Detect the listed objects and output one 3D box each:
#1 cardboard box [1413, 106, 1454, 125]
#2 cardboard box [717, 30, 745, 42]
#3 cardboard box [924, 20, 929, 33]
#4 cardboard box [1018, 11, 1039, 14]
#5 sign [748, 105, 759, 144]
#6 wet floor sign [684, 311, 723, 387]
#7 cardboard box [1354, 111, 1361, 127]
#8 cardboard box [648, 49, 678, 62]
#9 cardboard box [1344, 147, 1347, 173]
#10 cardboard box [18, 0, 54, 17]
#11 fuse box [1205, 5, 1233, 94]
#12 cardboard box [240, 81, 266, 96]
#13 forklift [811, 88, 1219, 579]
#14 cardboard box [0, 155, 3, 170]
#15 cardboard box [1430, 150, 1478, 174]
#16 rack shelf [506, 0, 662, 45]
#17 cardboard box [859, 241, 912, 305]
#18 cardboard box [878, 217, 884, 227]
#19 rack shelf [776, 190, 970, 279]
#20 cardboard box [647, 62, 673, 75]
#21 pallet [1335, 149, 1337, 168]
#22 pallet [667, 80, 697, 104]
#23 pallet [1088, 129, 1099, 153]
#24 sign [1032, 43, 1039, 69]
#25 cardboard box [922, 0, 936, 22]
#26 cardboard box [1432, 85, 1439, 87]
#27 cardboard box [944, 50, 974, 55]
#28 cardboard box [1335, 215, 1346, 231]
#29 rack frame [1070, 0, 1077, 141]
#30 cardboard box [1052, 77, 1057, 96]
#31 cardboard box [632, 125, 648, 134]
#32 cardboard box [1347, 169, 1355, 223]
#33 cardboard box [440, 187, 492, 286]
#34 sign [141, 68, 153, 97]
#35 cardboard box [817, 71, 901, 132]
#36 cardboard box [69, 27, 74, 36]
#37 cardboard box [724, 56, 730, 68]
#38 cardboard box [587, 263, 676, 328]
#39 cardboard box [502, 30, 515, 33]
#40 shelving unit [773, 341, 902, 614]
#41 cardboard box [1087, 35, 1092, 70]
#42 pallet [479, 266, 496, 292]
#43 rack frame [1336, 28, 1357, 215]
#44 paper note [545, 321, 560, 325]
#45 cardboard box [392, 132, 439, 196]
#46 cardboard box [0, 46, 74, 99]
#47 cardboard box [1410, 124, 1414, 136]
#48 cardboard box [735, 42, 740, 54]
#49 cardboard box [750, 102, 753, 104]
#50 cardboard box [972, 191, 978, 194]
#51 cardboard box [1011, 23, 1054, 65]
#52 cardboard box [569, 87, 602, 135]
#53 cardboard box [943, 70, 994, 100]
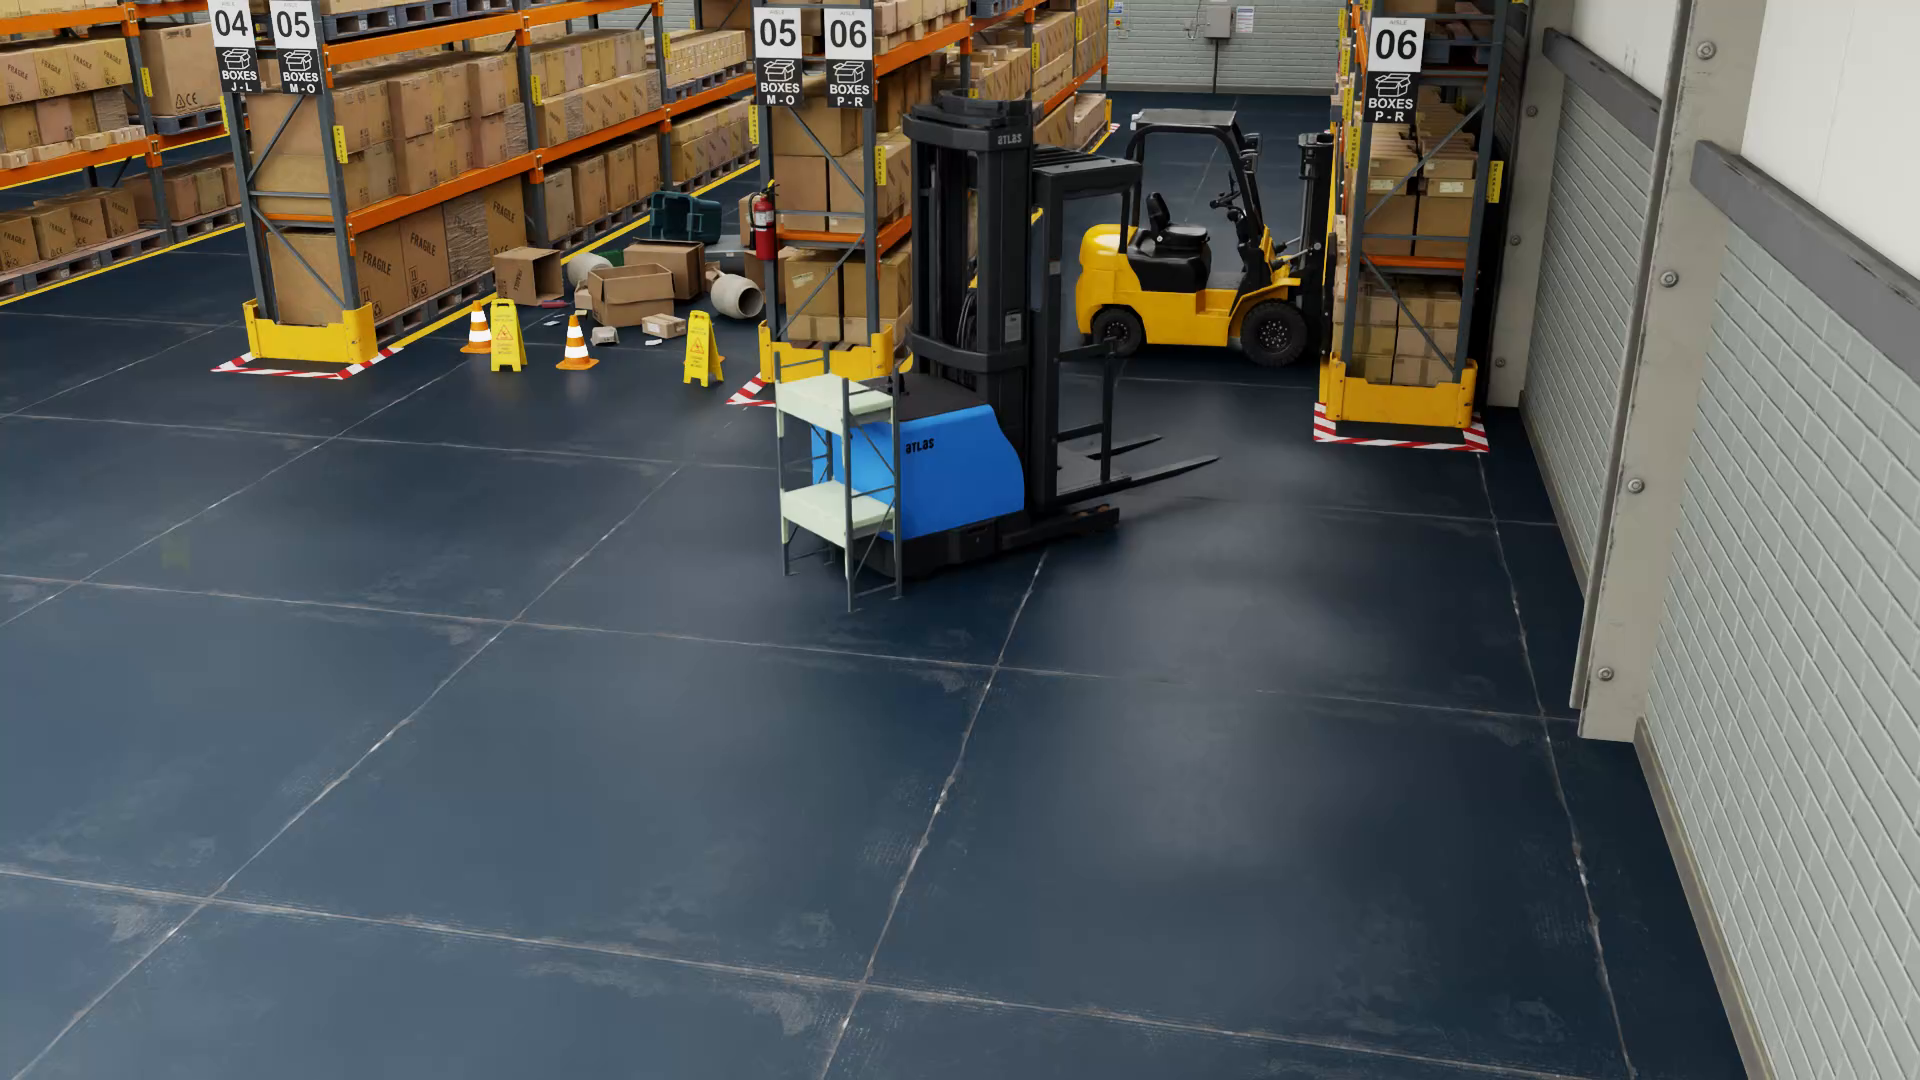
[{"bbox_3d":[4.610,-4.140,16.216,0.380,0.149,0.250,4,22,9],"label":"cardboard box"},{"bbox_3d":[-3.514,-7.718,25.481,0.380,0.149,0.250,5,23,13],"label":"cardboard box"},{"bbox_3d":[-0.515,-4.932,15.906,0.380,0.149,0.250,5,22,12],"label":"cardboard box"},{"bbox_3d":[0.872,-7.557,24.629,0.500,0.500,0.500,5,22,12],"label":"cardboard box"},{"bbox_3d":[-1.745,-3.530,14.131,0.100,0.325,0.005,4,22,11],"label":"sign"},{"bbox_3d":[-2.292,-1.717,14.753,0.267,0.644,0.232,13,25,29],"label":"wet floor sign"},{"bbox_3d":[3.954,-3.991,15.848,0.380,0.149,0.250,5,22,12],"label":"cardboard box"},{"bbox_3d":[-4.103,-6.670,22.877,0.380,0.149,0.250,4,22,9],"label":"cardboard box"},{"bbox_3d":[4.318,-4.017,17.514,0.500,0.250,0.500,5,22,12],"label":"cardboard box"},{"bbox_3d":[-10.144,-5.773,17.859,0.500,0.250,0.500,4,22,11],"label":"cardboard box"},{"bbox_3d":[5.214,-9.901,33.648,0.539,1.711,0.414,4,22,11],"label":"fuse box"},{"bbox_3d":[-9.350,-5.980,21.804,0.396,0.266,0.258,4,22,9],"label":"cardboard box"},{"bbox_3d":[0.492,-1.528,11.224,3.031,2.935,1.130,-15,26,-33],"label":"forklift"},{"bbox_3d":[-10.367,-3.979,17.555,0.380,0.149,0.250,4,22,11],"label":"cardboard box"},{"bbox_3d":[4.048,-3.104,13.645,0.380,0.149,0.250,5,23,13],"label":"cardboard box"},{"bbox_3d":[-4.848,-6.389,20.150,1.077,0.370,4.000,4,22,11],"label":"rack shelf"},{"bbox_3d":[-0.663,-2.538,15.755,0.500,0.500,0.500,4,22,9],"label":"cardboard box"},{"bbox_3d":[-0.896,-2.882,14.831,0.380,0.149,0.250,5,22,12],"label":"cardboard box"},{"bbox_3d":[-0.797,-3.195,16.233,1.077,0.370,4.000,4,22,11],"label":"rack shelf"},{"bbox_3d":[-4.144,-6.441,22.706,0.380,0.149,0.250,5,23,13],"label":"cardboard box"},{"bbox_3d":[6.244,-5.766,25.388,1.003,0.211,1.213,4,22,11],"label":"pallet"},{"bbox_3d":[-4.398,-6.243,23.096,1.213,0.211,1.003,4,22,11],"label":"pallet"},{"bbox_3d":[1.722,-6.612,27.488,1.003,0.211,1.213,4,22,11],"label":"pallet"},{"bbox_3d":[0.960,-6.185,21.252,0.100,0.325,0.005,4,22,11],"label":"sign"},{"bbox_3d":[-0.525,-4.980,15.492,0.500,0.250,0.500,5,22,12],"label":"cardboard box"},{"bbox_3d":[5.380,-5.269,19.419,0.380,0.149,0.250,4,22,10],"label":"cardboard box"},{"bbox_3d":[0.009,-5.764,20.555,0.500,0.500,0.500,6,23,14],"label":"cardboard box"},{"bbox_3d":[4.065,-3.113,16.848,0.500,0.250,0.500,4,22,10],"label":"cardboard box"},{"bbox_3d":[1.243,-7.185,25.180,1.000,3.000,0.127,4,22,11],"label":"rack frame"},{"bbox_3d":[1.071,-6.374,23.366,0.500,0.250,0.500,4,22,11],"label":"cardboard box"},{"bbox_3d":[-4.557,-5.716,23.312,0.500,0.250,0.500,4,22,10],"label":"cardboard box"},{"bbox_3d":[3.717,-3.043,14.759,0.500,0.500,0.500,4,22,10],"label":"cardboard box"},{"bbox_3d":[-5.633,-3.255,17.702,0.875,0.875,0.875,5,22,11],"label":"cardboard box"},{"bbox_3d":[-9.558,-5.378,19.533,0.100,0.325,0.005,4,22,11],"label":"sign"},{"bbox_3d":[-0.963,-4.199,15.894,0.700,0.500,0.500,4,22,11],"label":"cardboard box"},{"bbox_3d":[-17.266,-9.832,31.618,0.500,0.500,0.500,5,22,11],"label":"cardboard box"},{"bbox_3d":[-3.667,-7.166,24.906,0.380,0.149,0.250,3,22,8],"label":"cardboard box"},{"bbox_3d":[-3.325,-2.474,16.823,0.797,0.503,0.637,-11,25,-26],"label":"cardboard box"},{"bbox_3d":[-7.901,-8.883,28.193,0.500,0.500,0.500,4,22,9],"label":"cardboard box"},{"bbox_3d":[-0.754,-0.396,10.329,0.431,1.500,0.755,-17,27,-35],"label":"shelving unit"},{"bbox_3d":[1.810,-7.749,26.444,0.500,0.500,0.500,5,22,11],"label":"cardboard box"},{"bbox_3d":[-5.487,-3.034,18.605,1.003,0.211,1.213,4,22,11],"label":"pallet"},{"bbox_3d":[5.287,-5.346,20.611,1.000,3.000,0.127,4,22,11],"label":"rack frame"},{"bbox_3d":[-4.098,-2.188,16.748,0.144,0.017,0.142,13,25,29],"label":"paper note"},{"bbox_3d":[-5.712,-3.744,16.434,0.875,0.550,0.550,4,22,11],"label":"cardboard box"},{"bbox_3d":[-10.117,-5.112,18.161,0.500,0.500,0.500,4,22,11],"label":"cardboard box"},{"bbox_3d":[4.657,-4.093,16.498,0.380,0.149,0.250,4,22,11],"label":"cardboard box"},{"bbox_3d":[-3.564,-7.485,25.300,0.380,0.149,0.250,5,22,11],"label":"cardboard box"},{"bbox_3d":[-3.654,-7.207,27.691,0.380,0.149,0.250,3,22,8],"label":"cardboard box"},{"bbox_3d":[0.159,-4.222,20.777,0.950,0.372,0.625,4,22,10],"label":"cardboard box"},{"bbox_3d":[0.980,-6.765,22.663,0.500,0.500,0.500,5,22,12],"label":"cardboard box"},{"bbox_3d":[-4.678,-5.186,20.080,0.500,0.500,0.500,4,22,11],"label":"cardboard box"},{"bbox_3d":[0.089,-4.972,18.589,0.500,0.500,0.500,5,22,11],"label":"cardboard box"}]
